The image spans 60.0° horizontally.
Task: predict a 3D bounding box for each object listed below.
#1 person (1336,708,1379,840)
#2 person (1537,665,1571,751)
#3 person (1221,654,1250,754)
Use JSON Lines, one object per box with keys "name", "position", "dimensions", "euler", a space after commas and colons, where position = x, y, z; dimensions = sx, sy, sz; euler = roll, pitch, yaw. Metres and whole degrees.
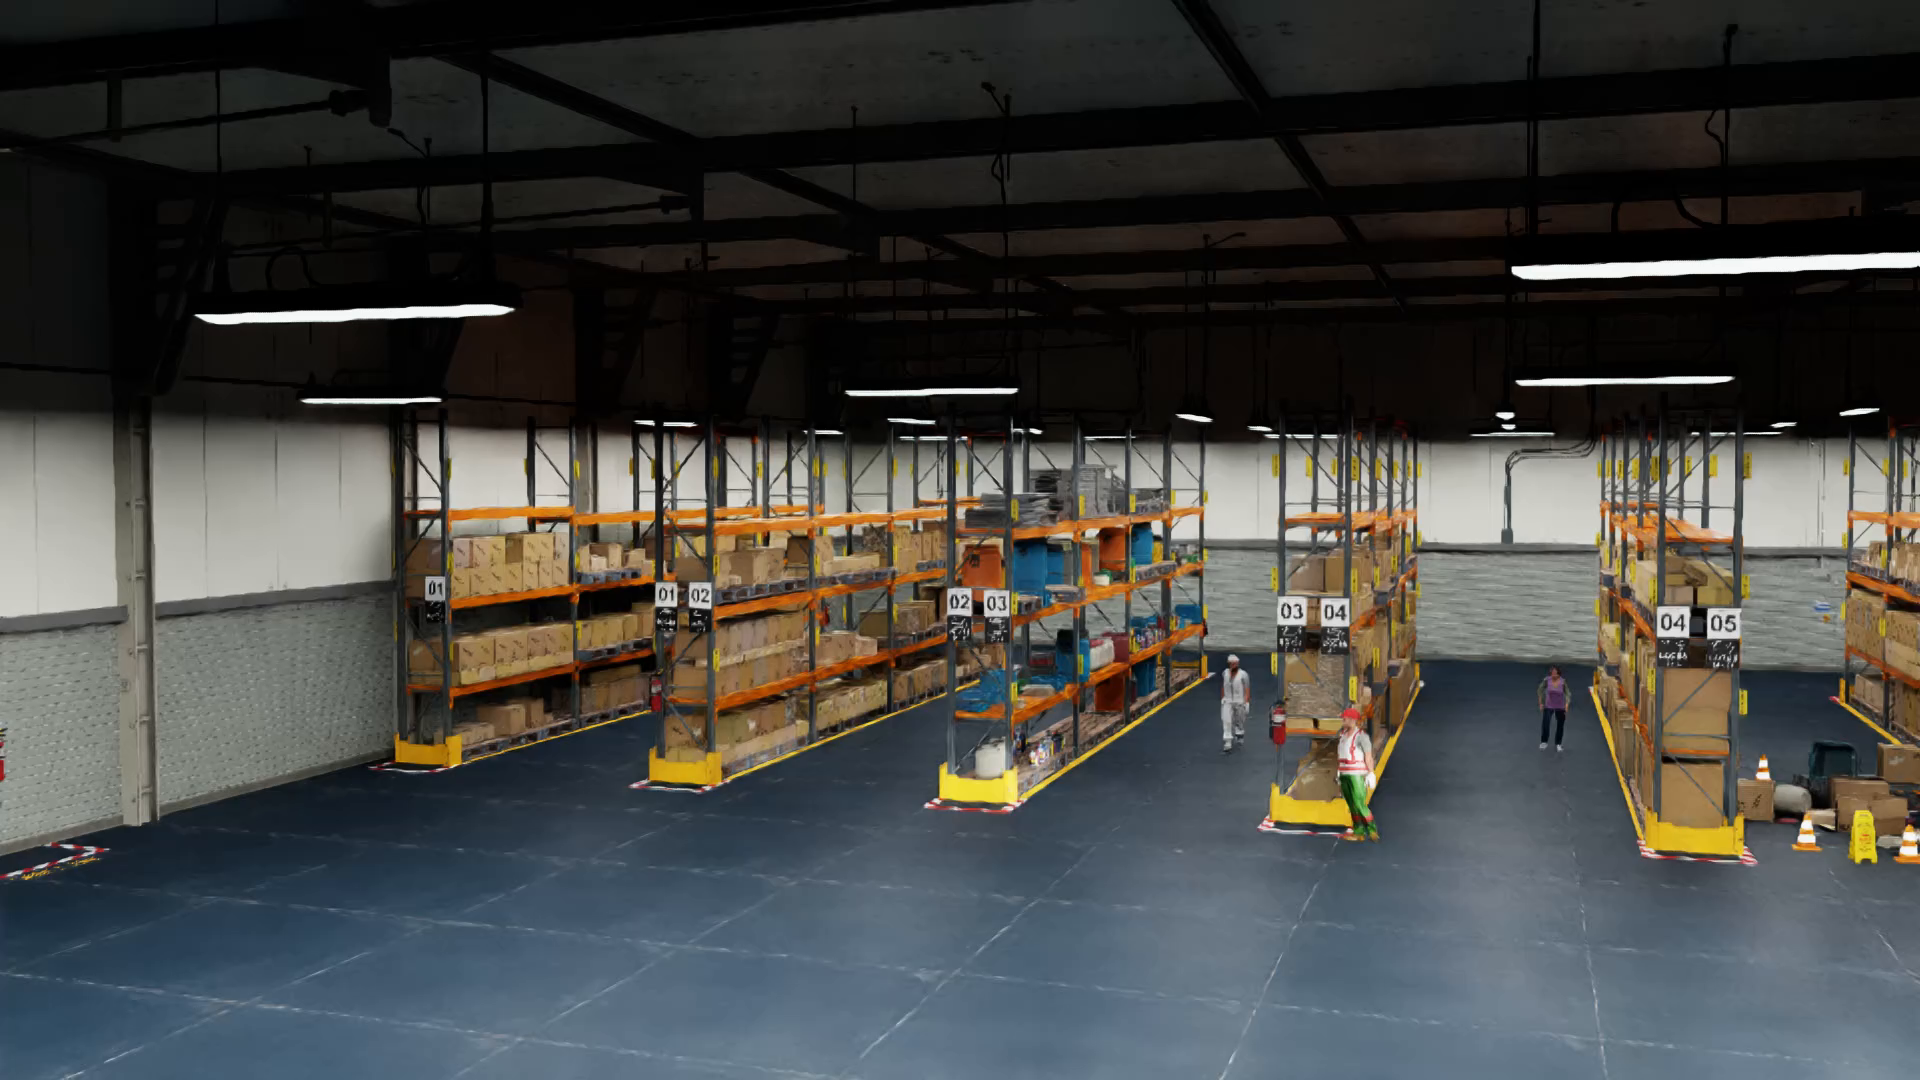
{"name": "person", "position": [5.358, 3.154, 22.375], "dimensions": [0.438, 1.777, 0.649], "euler": [-1, 3, -27]}
{"name": "person", "position": [10.524, 2.973, 29.481], "dimensions": [0.566, 1.541, 0.519], "euler": [1, 3, 16]}
{"name": "person", "position": [4.850, 2.874, 29.357], "dimensions": [0.565, 1.736, 1.043], "euler": [1, 3, 18]}
